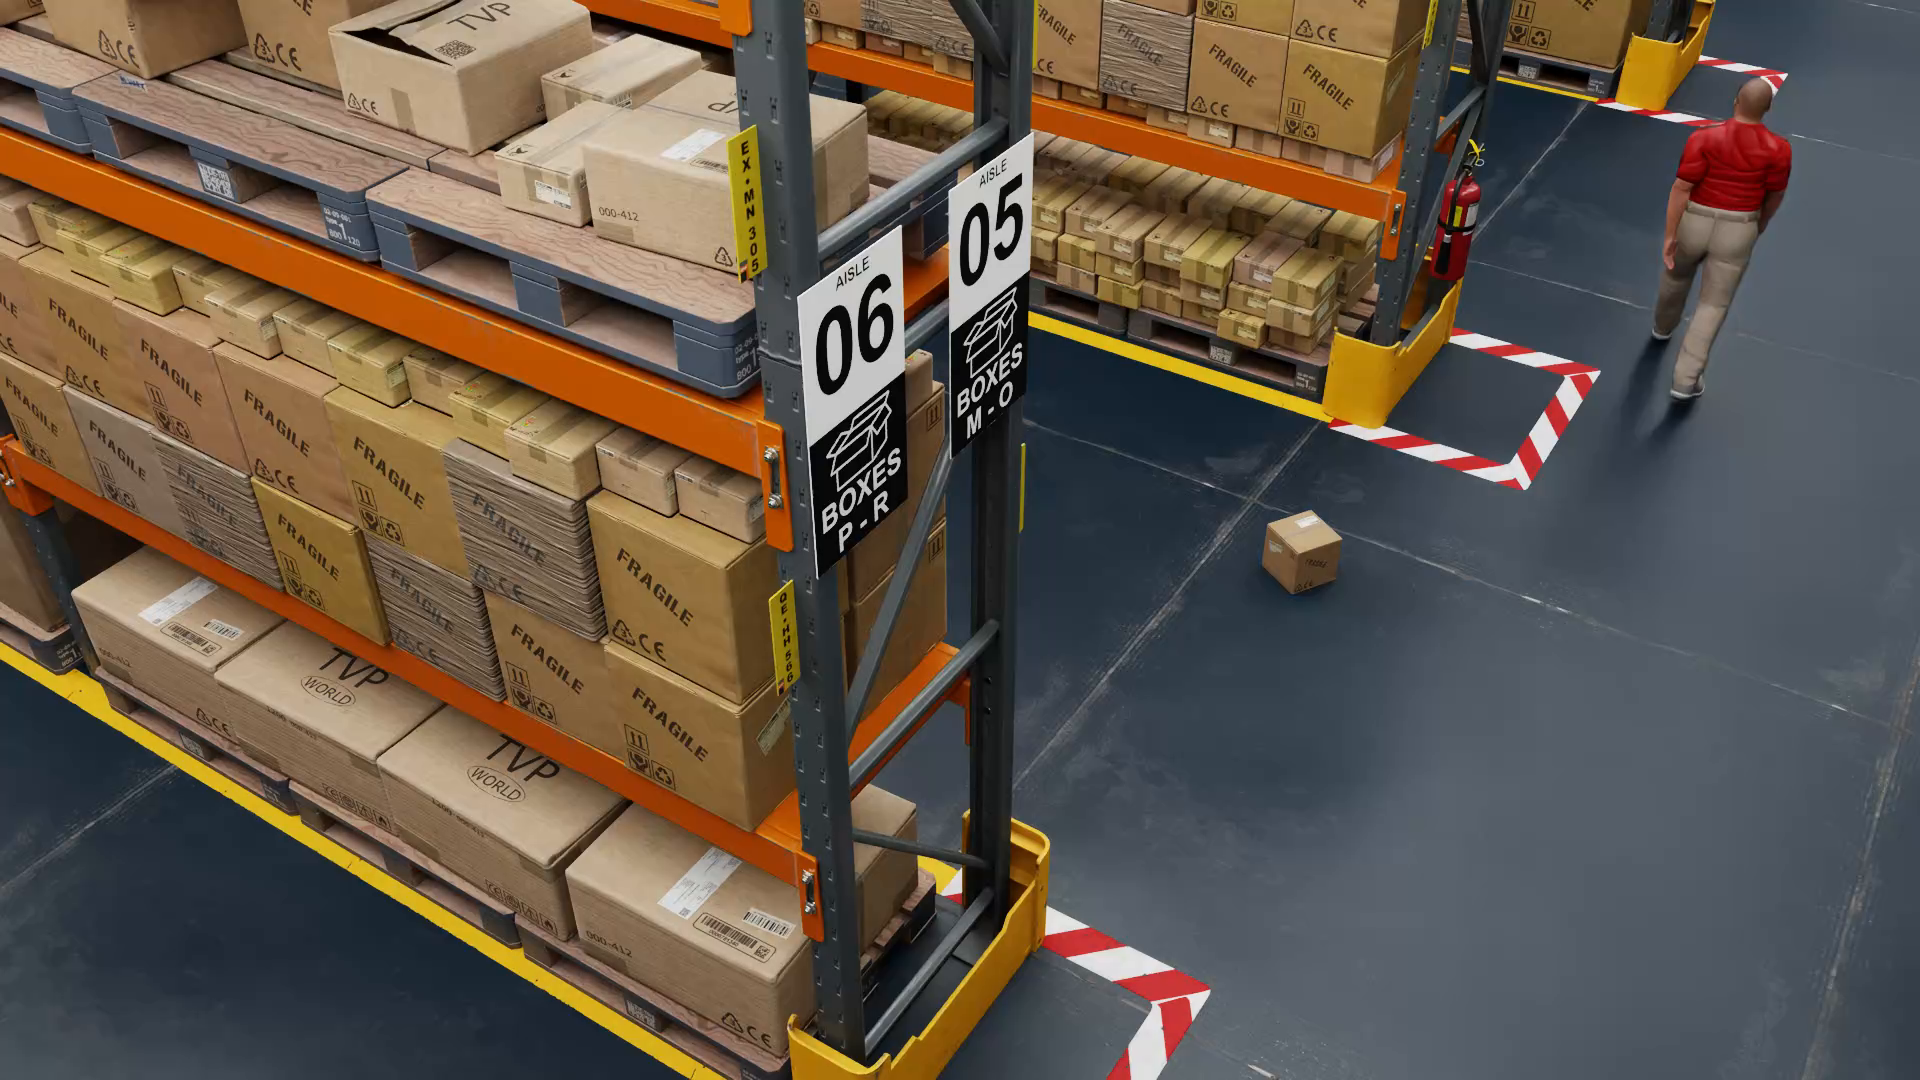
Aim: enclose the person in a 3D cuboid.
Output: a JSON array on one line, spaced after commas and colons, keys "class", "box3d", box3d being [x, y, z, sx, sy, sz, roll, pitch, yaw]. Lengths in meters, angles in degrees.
[{"class": "person", "box3d": [3.999, -1.649, 8.782, 0.522, 1.669, 1.059, 20, 42, 24]}]
